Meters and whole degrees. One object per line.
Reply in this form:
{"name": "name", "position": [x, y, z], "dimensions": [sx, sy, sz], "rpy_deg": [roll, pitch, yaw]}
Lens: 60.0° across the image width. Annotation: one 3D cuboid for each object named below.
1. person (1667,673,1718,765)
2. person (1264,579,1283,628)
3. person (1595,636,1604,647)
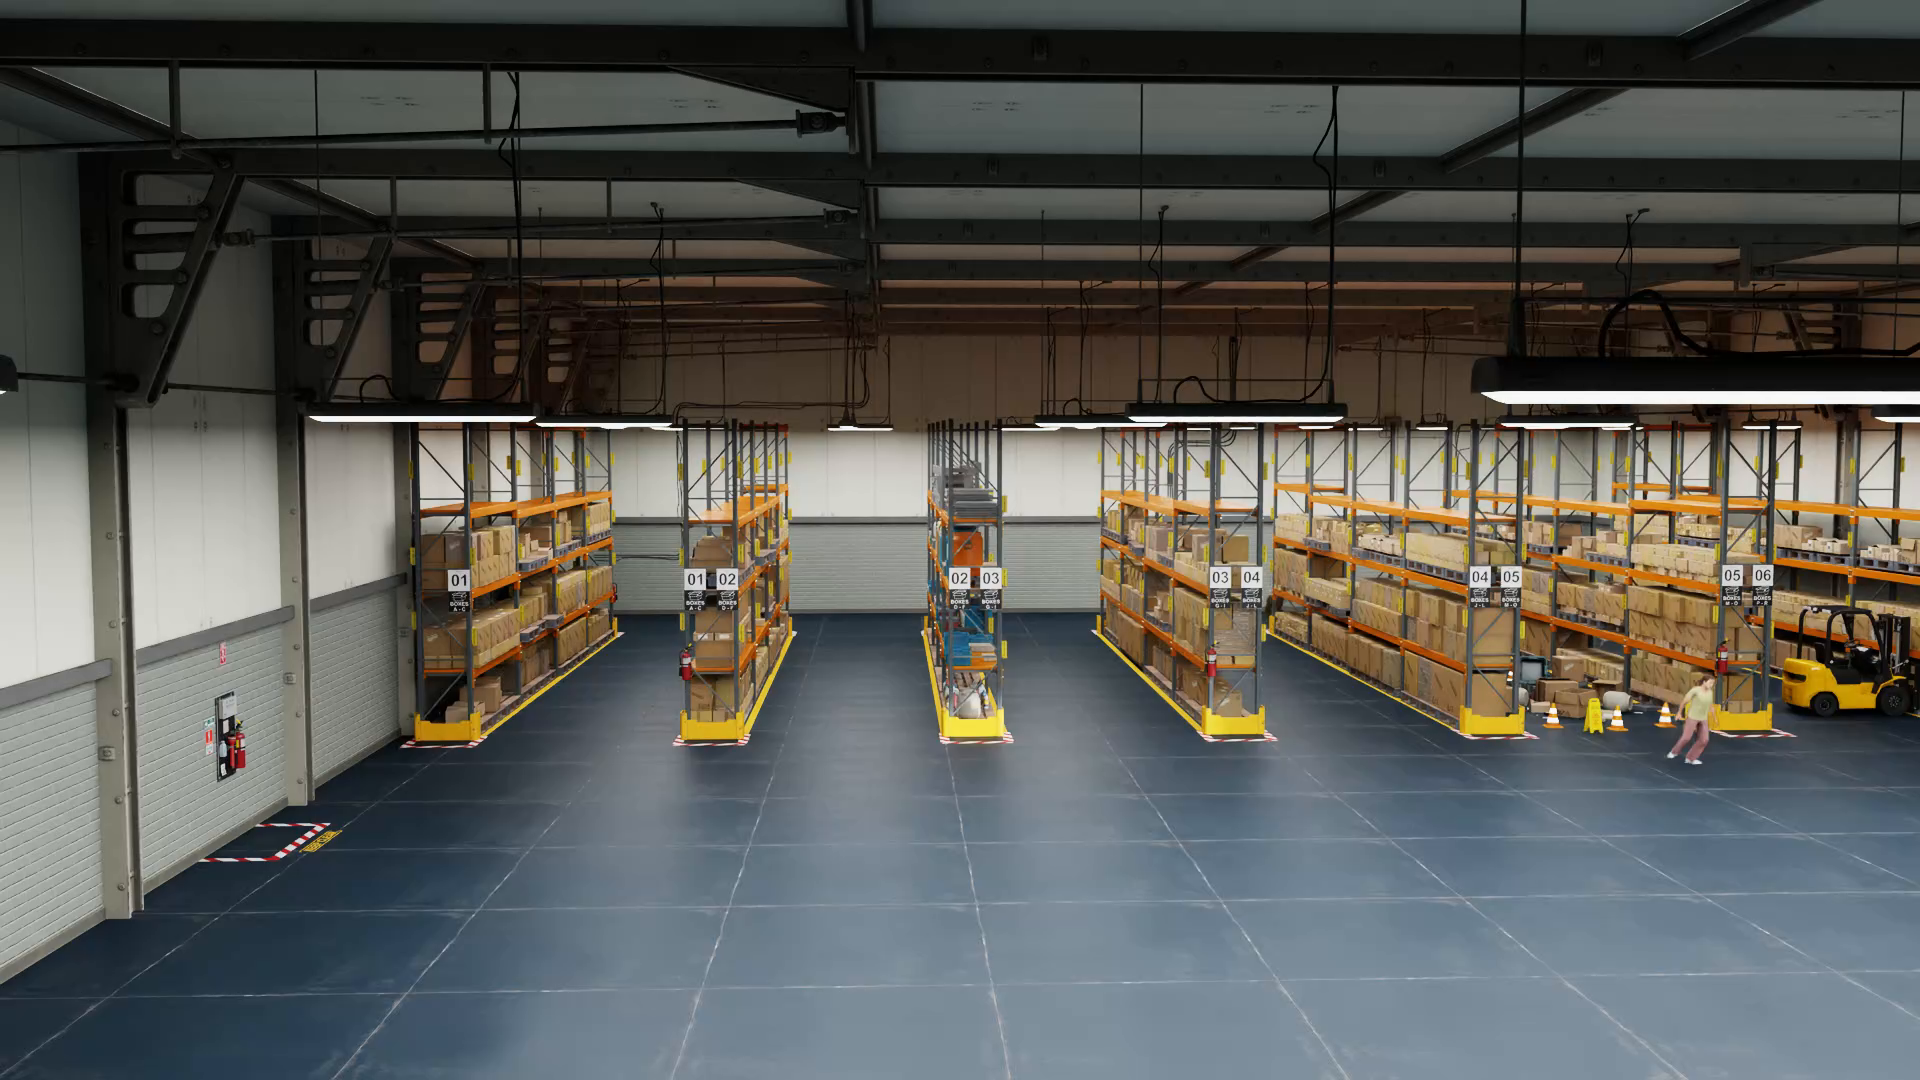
{"name": "person", "position": [12.669, 3.077, 28.740], "dimensions": [0.737, 1.594, 0.606], "rpy_deg": [-1, 4, -12]}
{"name": "person", "position": [9.404, 1.743, 48.950], "dimensions": [0.783, 1.822, 0.698], "rpy_deg": [-2, 4, -27]}
{"name": "person", "position": [16.728, 2.078, 44.054], "dimensions": [0.606, 1.633, 0.861], "rpy_deg": [-1, 4, -11]}
